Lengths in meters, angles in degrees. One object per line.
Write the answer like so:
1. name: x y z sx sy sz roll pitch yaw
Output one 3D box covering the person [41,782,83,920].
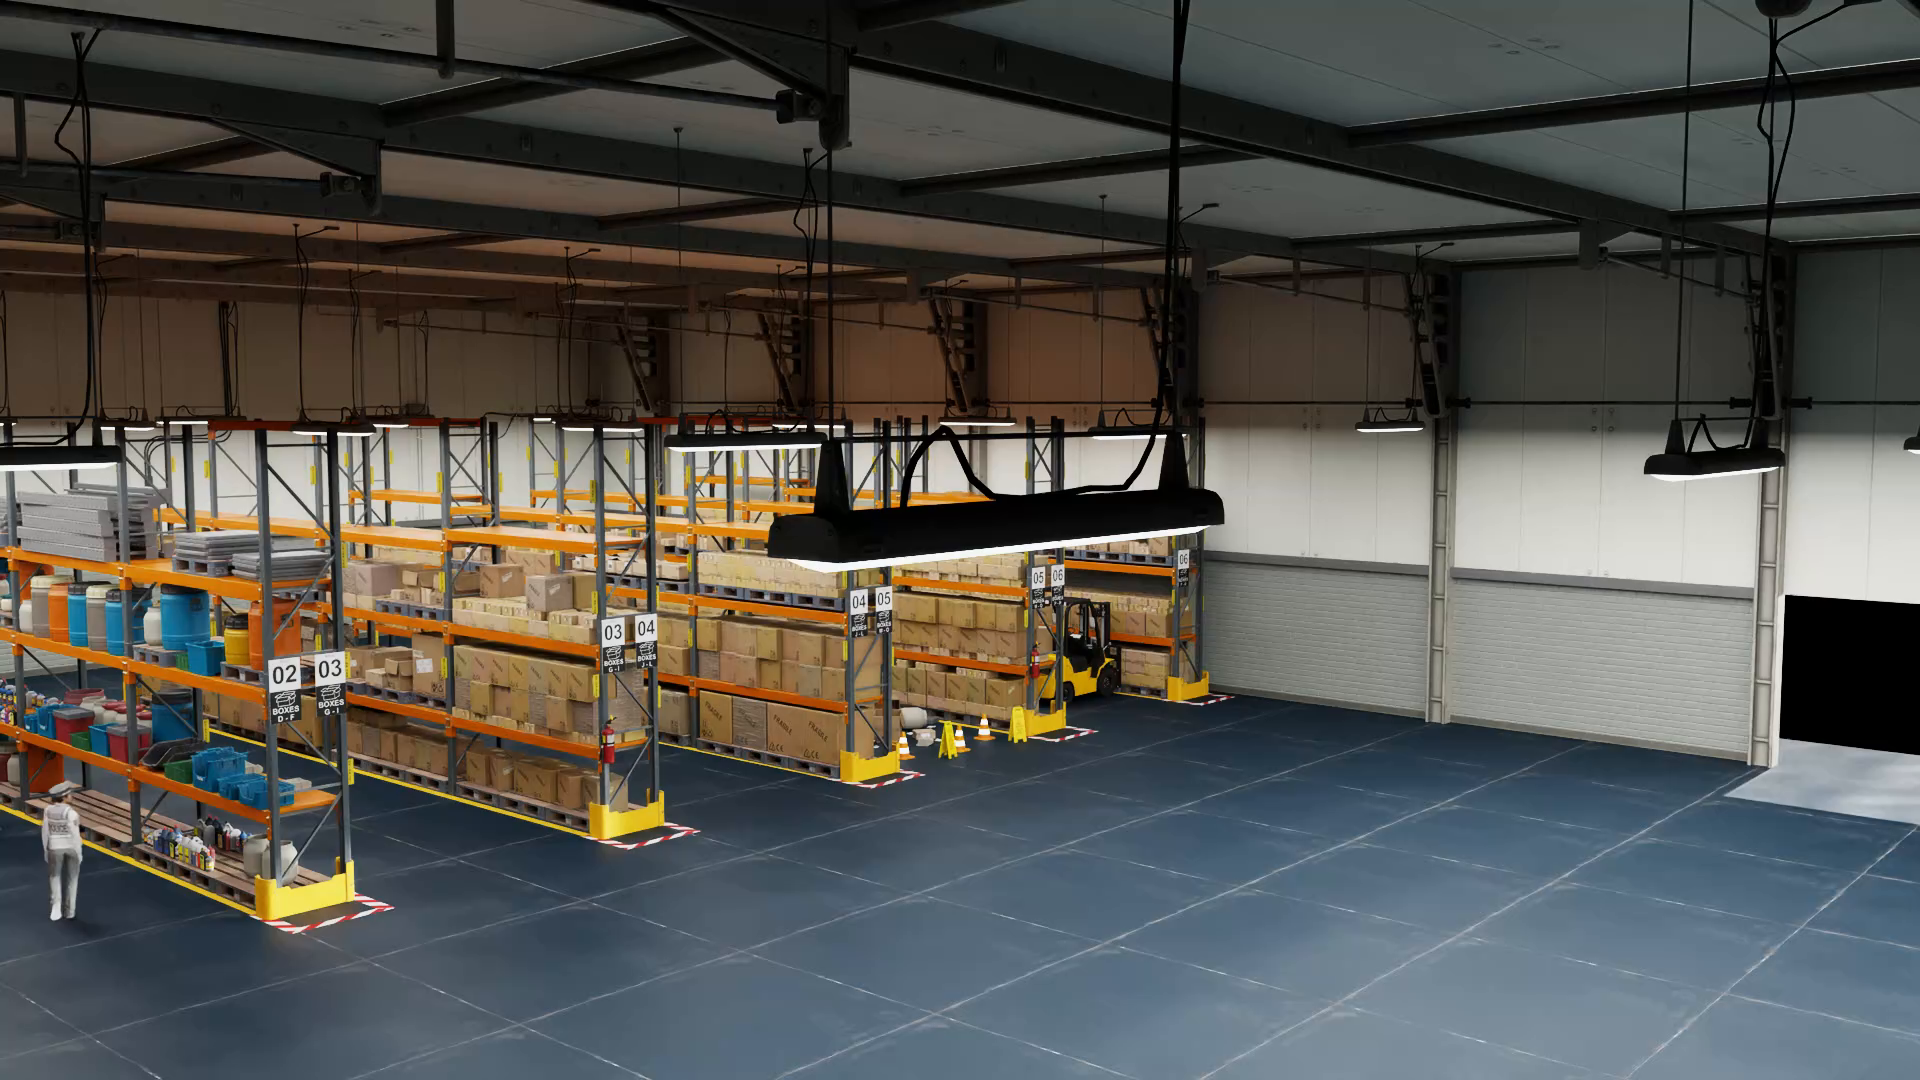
1. person: -10.947 3.794 20.259 0.458 1.679 0.521 -2 5 -19
